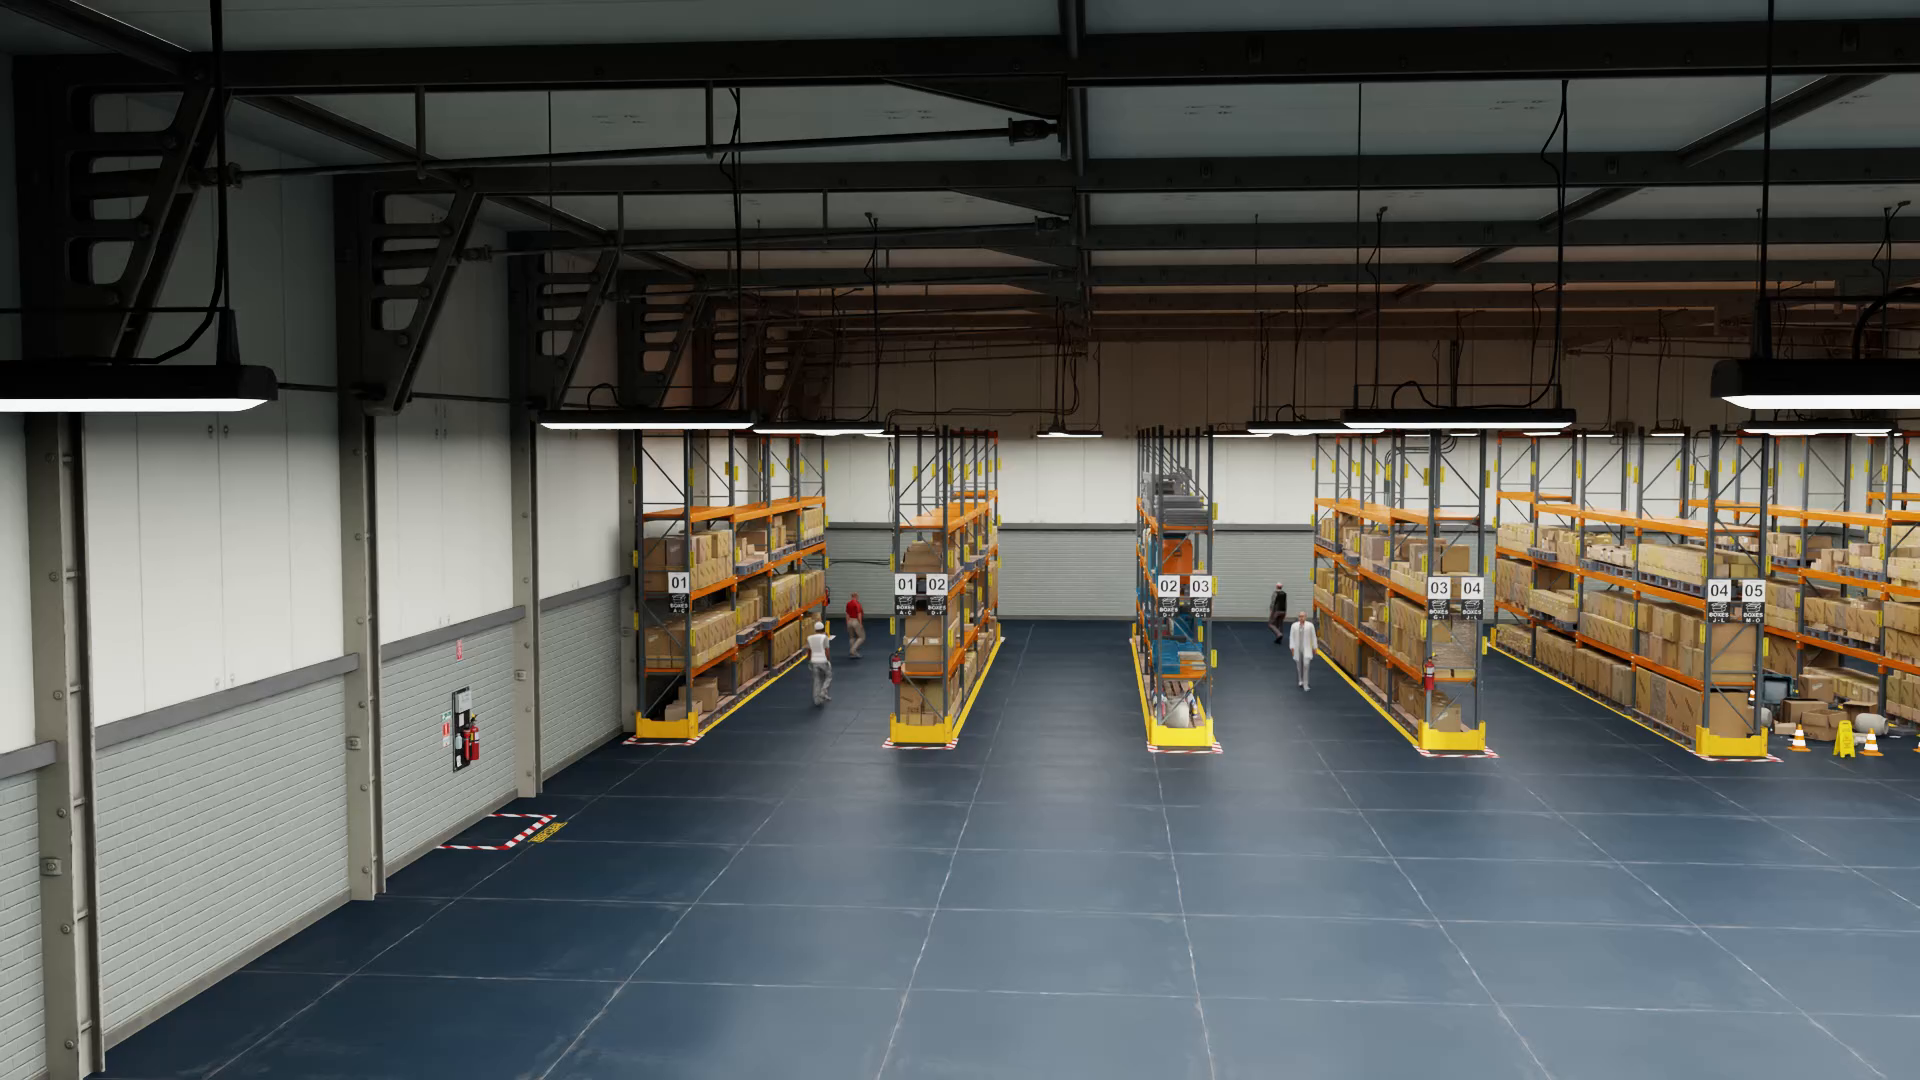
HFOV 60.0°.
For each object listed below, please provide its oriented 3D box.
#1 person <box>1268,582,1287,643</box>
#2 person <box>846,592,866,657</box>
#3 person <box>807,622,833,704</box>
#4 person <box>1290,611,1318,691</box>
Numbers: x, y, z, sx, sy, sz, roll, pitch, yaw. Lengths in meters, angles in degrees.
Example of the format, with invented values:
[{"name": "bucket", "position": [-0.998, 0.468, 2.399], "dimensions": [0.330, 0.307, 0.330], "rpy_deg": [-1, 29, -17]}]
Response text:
[{"name": "person", "position": [8.947, 2.051, 46.733], "dimensions": [0.588, 1.723, 0.549], "rpy_deg": [-2, 4, -29]}, {"name": "person", "position": [-2.790, 2.237, 43.719], "dimensions": [0.516, 1.726, 0.573], "rpy_deg": [-3, 5, -45]}, {"name": "person", "position": [-3.054, 2.658, 36.062], "dimensions": [0.586, 1.774, 0.475], "rpy_deg": [1, 4, 17]}, {"name": "person", "position": [7.907, 2.547, 38.358], "dimensions": [0.622, 1.804, 0.869], "rpy_deg": [2, 4, 27]}]
